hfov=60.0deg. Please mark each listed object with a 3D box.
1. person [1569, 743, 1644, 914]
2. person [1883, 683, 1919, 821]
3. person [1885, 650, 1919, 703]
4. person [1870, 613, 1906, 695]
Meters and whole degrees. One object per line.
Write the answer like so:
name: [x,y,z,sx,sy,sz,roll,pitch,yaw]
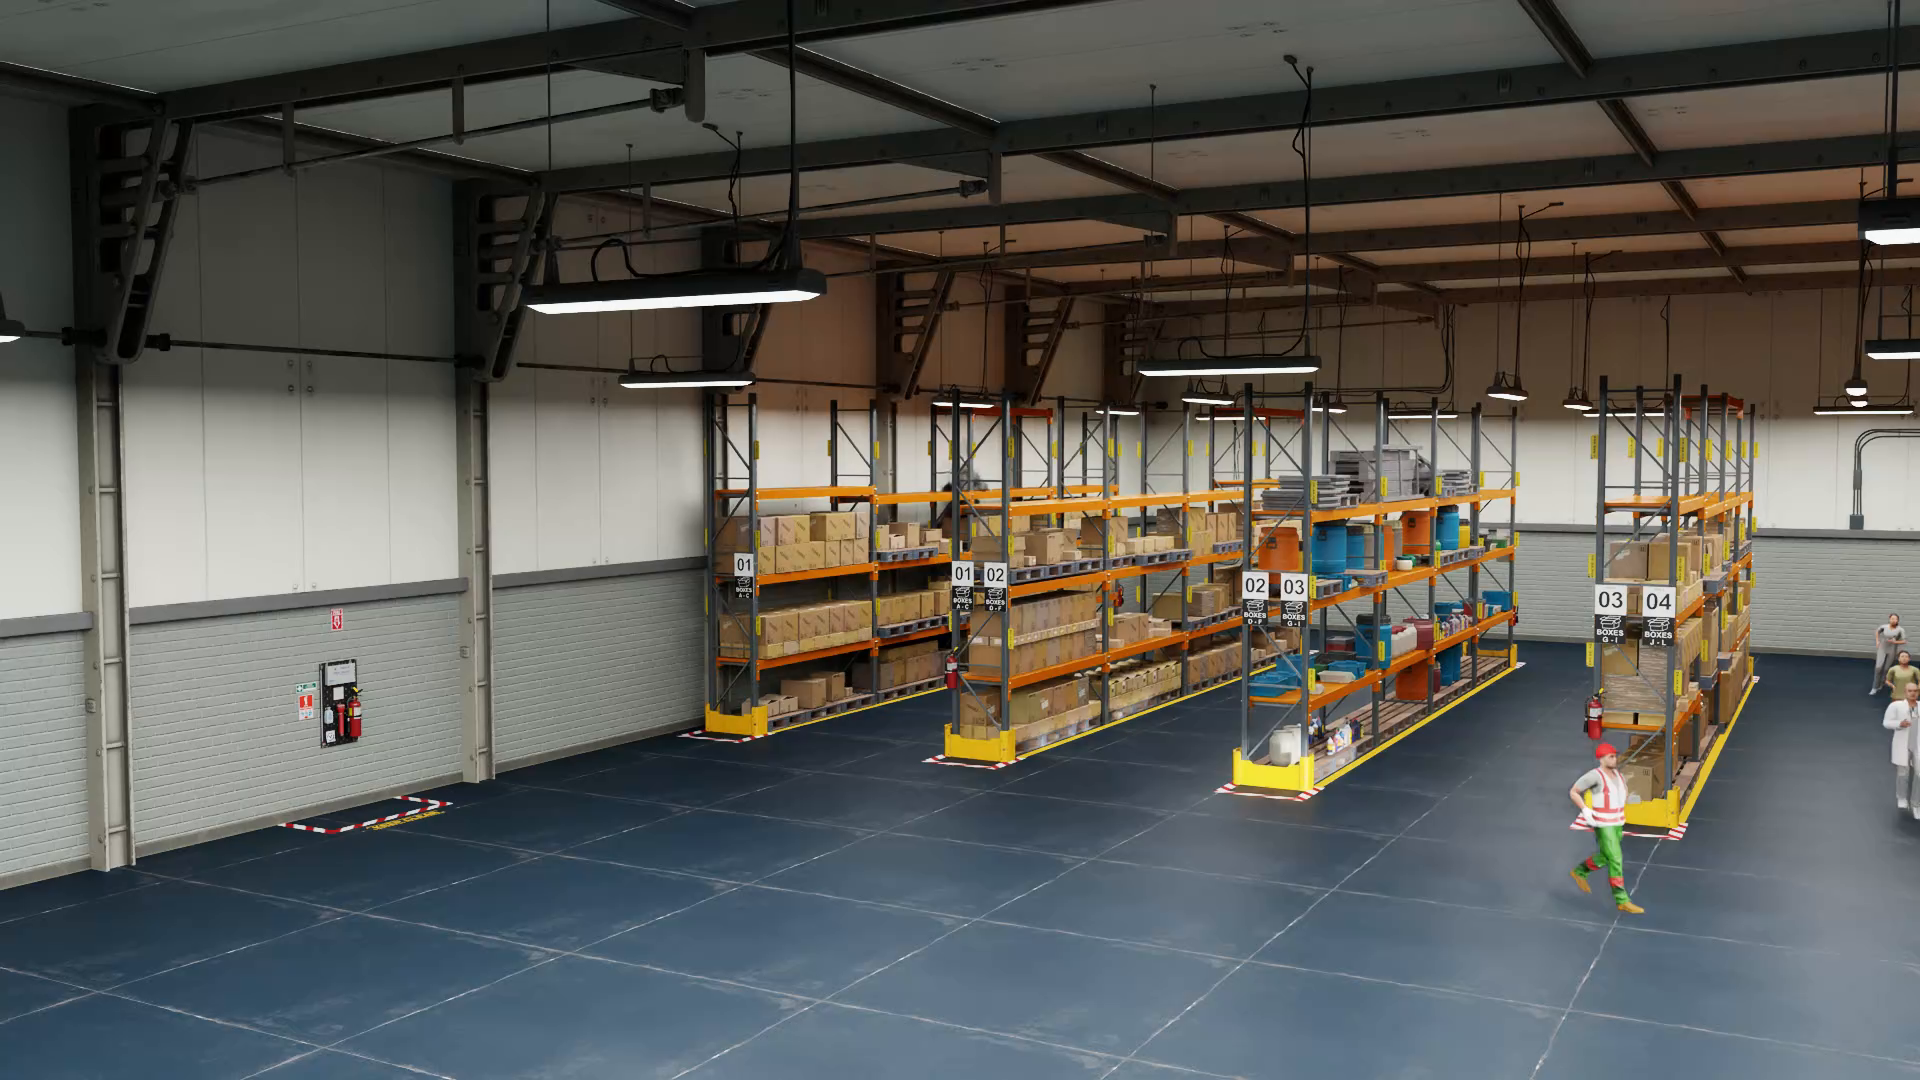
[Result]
person: [7.065,3.102,18.163,0.661,1.765,1.002,-2,4,-33]
person: [13.035,2.879,22.805,0.687,1.845,0.811,1,3,23]
person: [15.852,2.673,27.929,0.571,1.618,0.535,2,4,29]
person: [19.114,2.347,34.216,0.619,1.714,0.726,2,4,32]
